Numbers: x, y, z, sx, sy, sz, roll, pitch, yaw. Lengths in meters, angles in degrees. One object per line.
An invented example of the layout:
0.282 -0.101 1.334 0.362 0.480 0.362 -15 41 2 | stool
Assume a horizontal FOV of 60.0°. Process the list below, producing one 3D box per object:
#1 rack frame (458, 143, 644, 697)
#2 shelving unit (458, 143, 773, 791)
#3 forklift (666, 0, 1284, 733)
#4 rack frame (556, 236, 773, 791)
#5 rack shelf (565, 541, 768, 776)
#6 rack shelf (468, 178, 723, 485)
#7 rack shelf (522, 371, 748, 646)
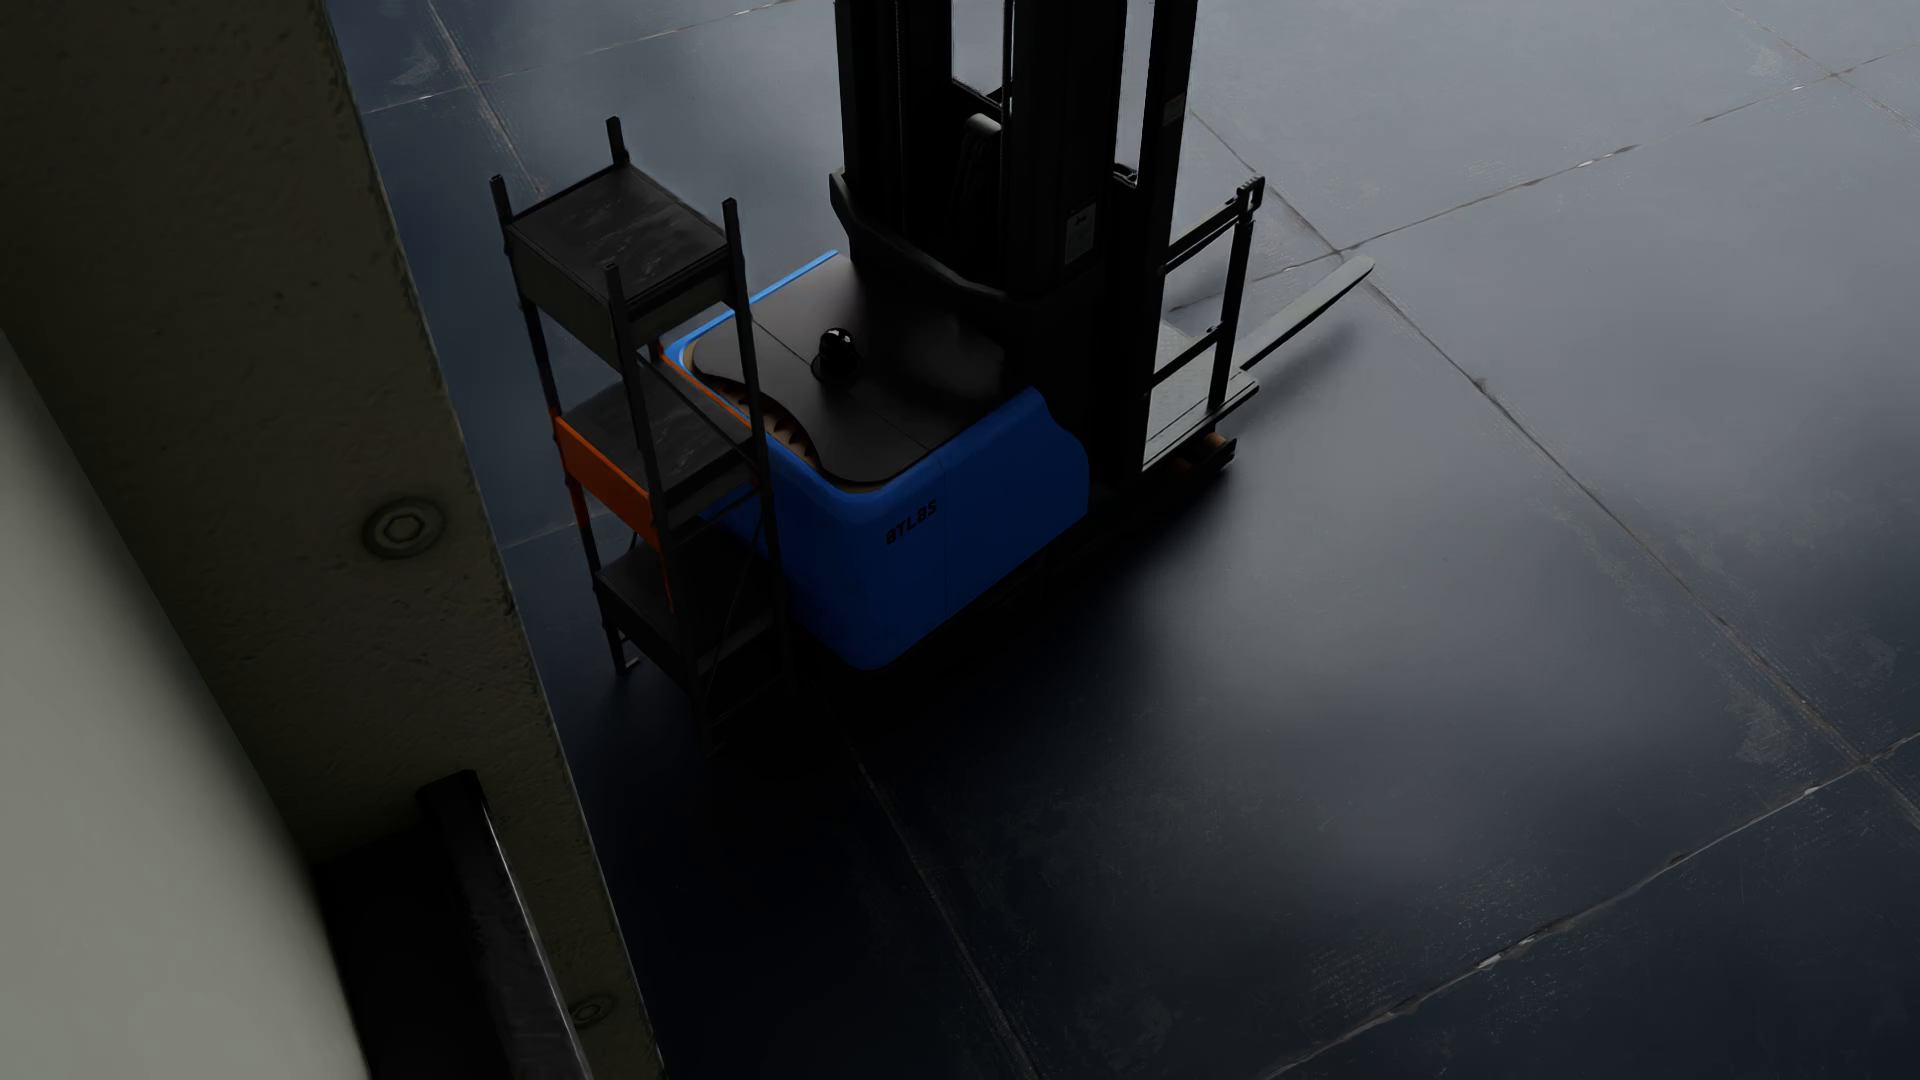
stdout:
-1.098 -0.245 5.030 0.400 2.100 0.015 -31 56 -24 | rack frame
-0.945 -0.102 4.906 0.431 2.100 0.503 -31 56 -24 | shelving unit
0.285 -1.412 5.501 1.130 2.935 3.031 26 54 21 | forklift
-0.792 0.042 4.782 0.400 2.100 0.015 -31 56 -24 | rack frame
-0.947 0.366 5.445 0.431 0.518 0.480 -31 56 -24 | rack shelf
-0.943 -0.552 4.388 0.431 0.518 0.480 -31 56 -24 | rack shelf
-0.945 -0.093 4.916 0.431 0.518 0.480 -31 56 -24 | rack shelf
